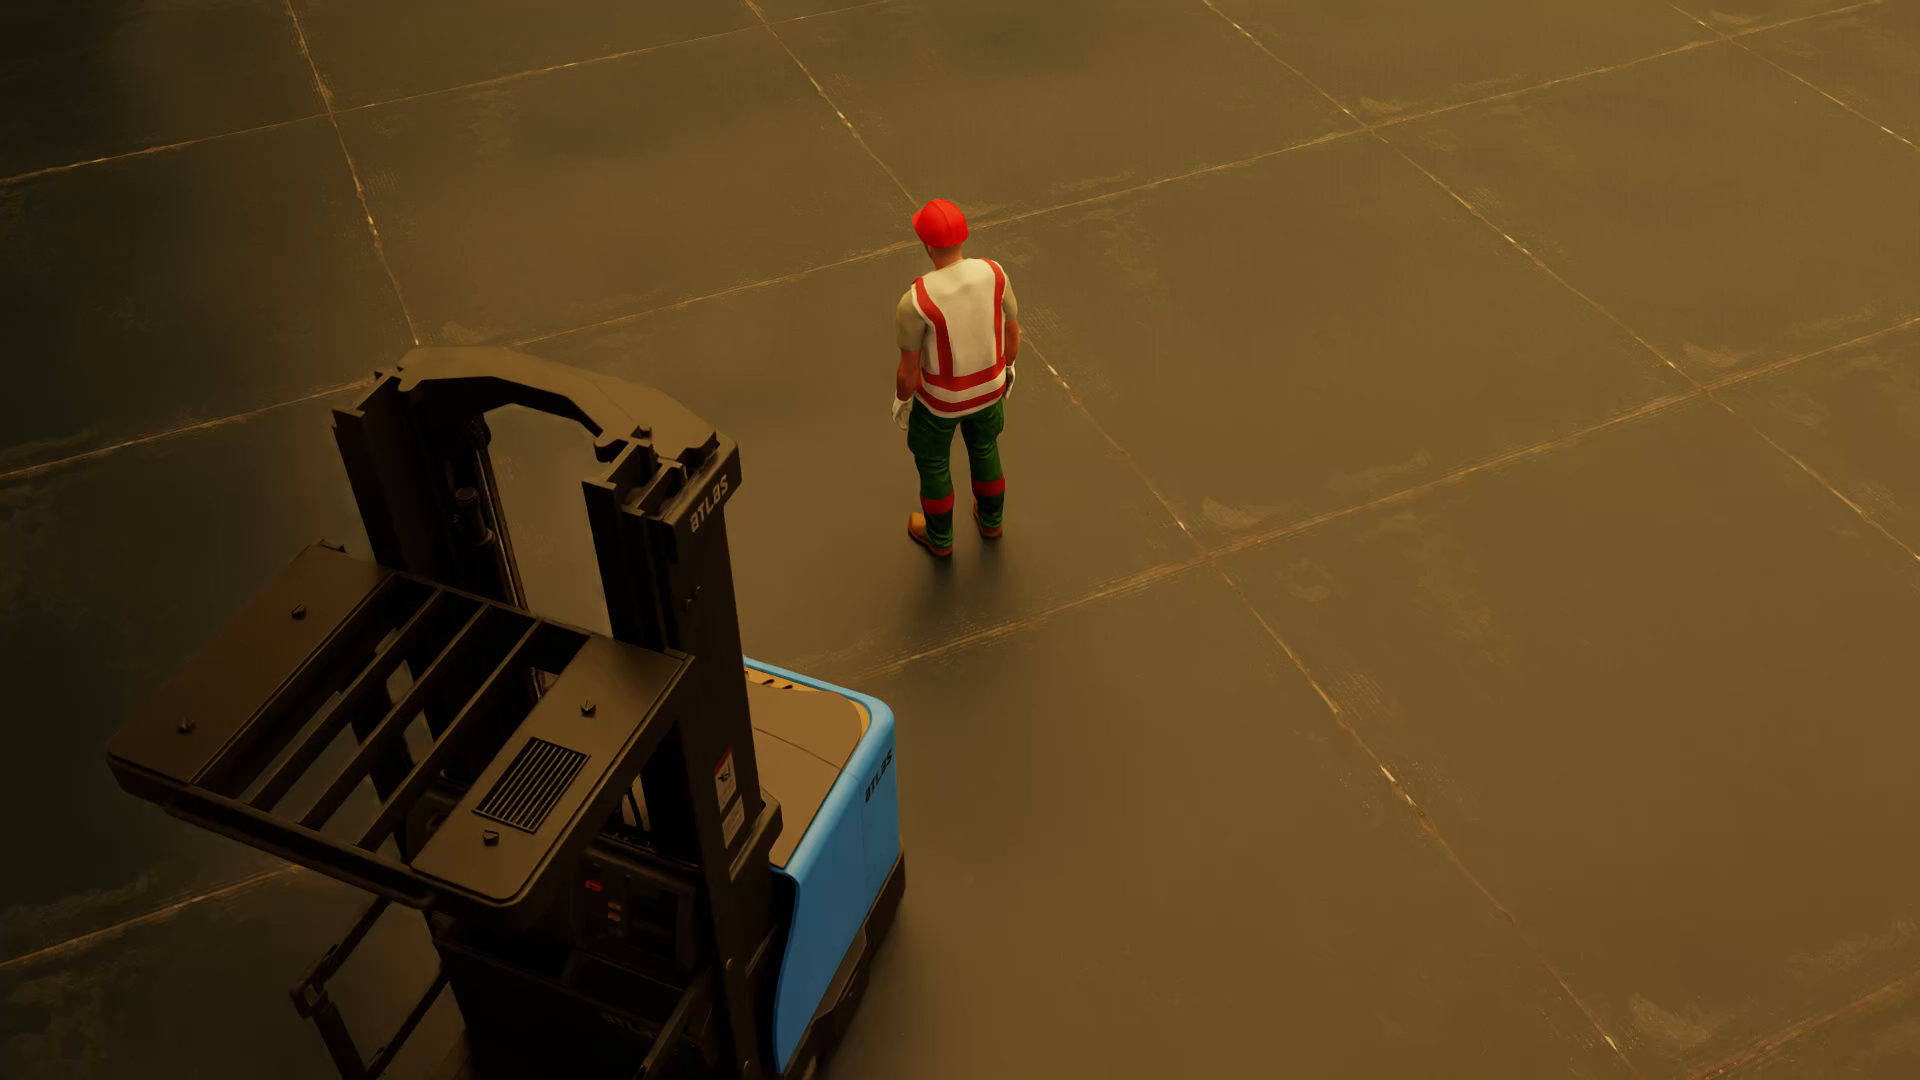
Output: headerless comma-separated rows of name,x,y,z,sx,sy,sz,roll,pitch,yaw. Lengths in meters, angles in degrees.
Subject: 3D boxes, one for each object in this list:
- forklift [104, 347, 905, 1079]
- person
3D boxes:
forklift,-1.235,1.075,4.528,1.130,2.935,3.031,16,45,16
person,-0.026,-0.674,7.250,0.608,1.778,0.450,-19,46,-19
